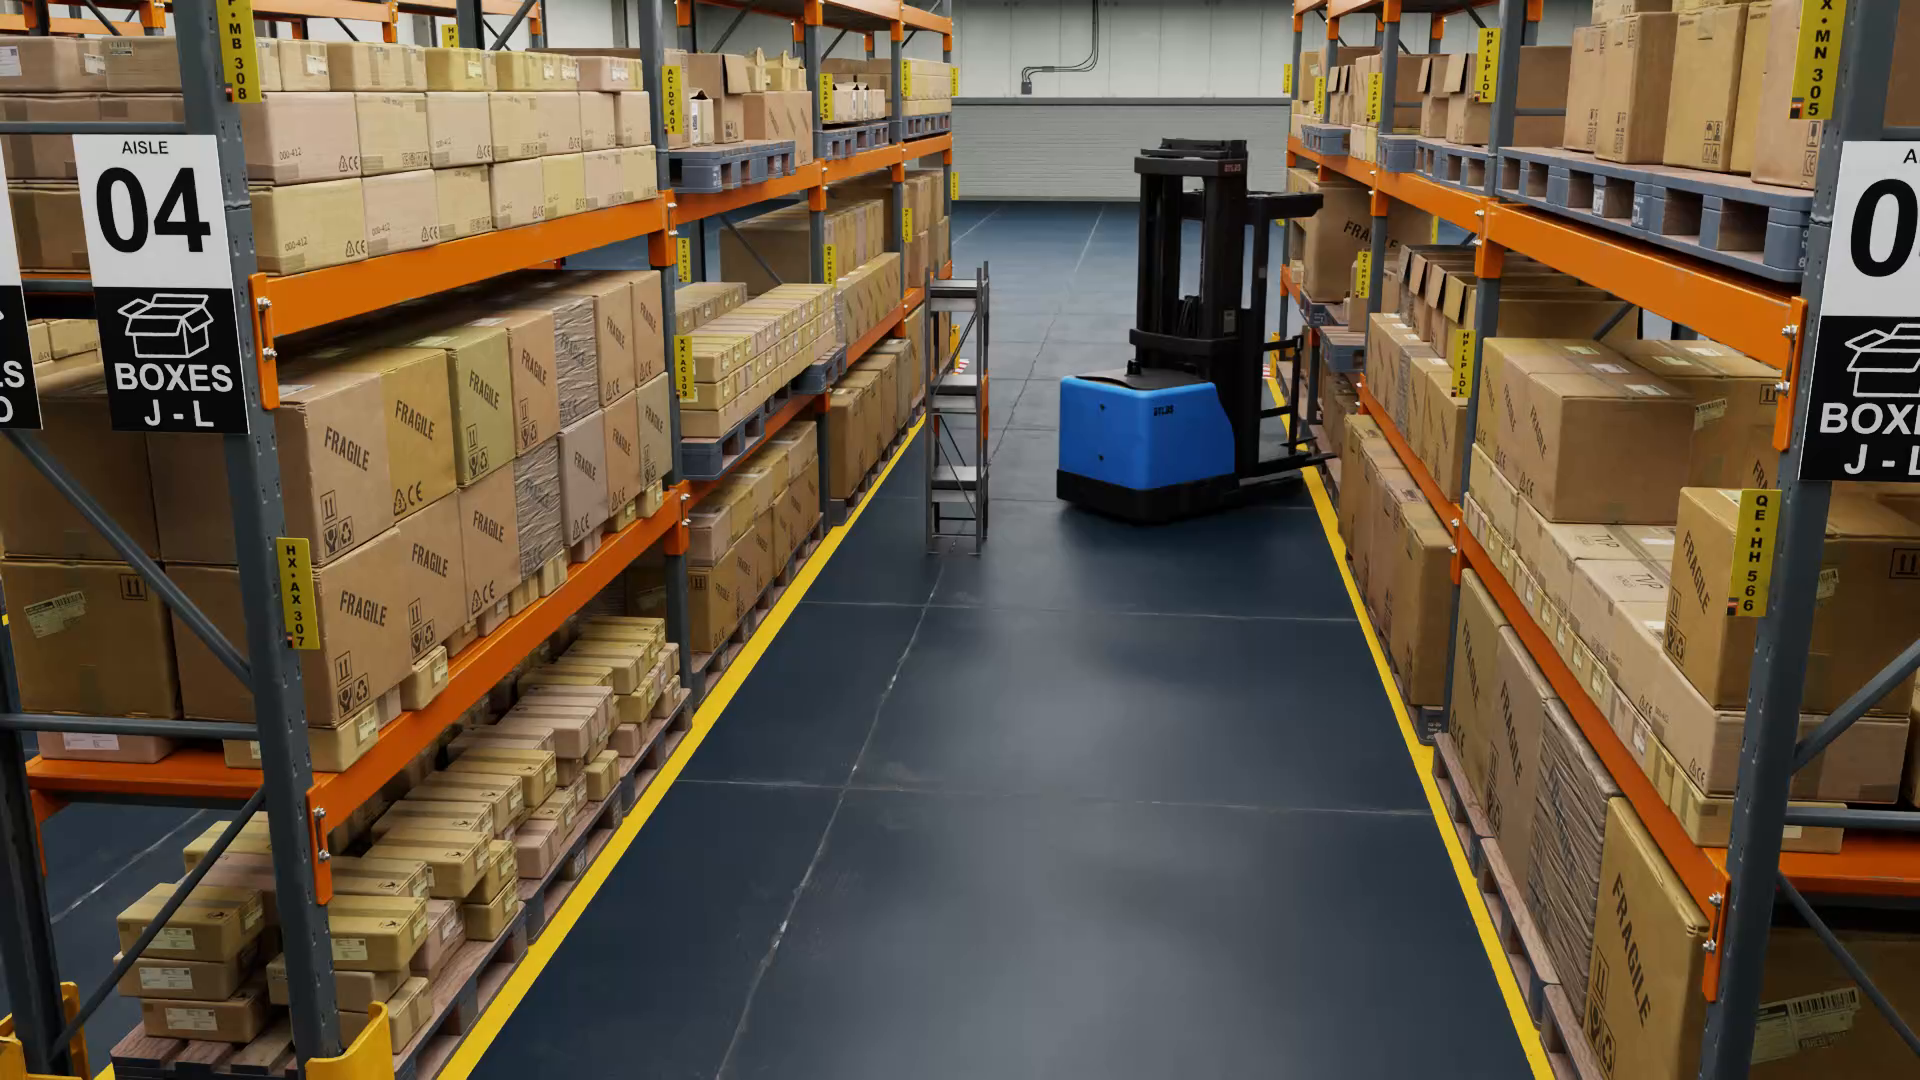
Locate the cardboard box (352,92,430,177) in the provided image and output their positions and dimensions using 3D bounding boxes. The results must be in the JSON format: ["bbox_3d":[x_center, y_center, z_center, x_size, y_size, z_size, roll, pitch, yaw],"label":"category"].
[{"bbox_3d":[-2.045,-1.304,5.321,0.500,0.250,0.500,2,15,6],"label":"cardboard box"}]

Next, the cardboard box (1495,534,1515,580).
[{"bbox_3d":[2.507,0.082,7.092,0.380,0.149,0.250,1,15,5],"label":"cardboard box"}]

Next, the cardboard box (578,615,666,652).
[{"bbox_3d":[-1.741,0.503,8.571,0.380,0.149,0.250,2,15,8],"label":"cardboard box"}]

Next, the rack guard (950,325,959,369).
[{"bbox_3d":[-0.603,-2.395,20.560,1.175,0.500,0.348,2,15,6],"label":"rack guard"}]

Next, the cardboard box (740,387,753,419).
[{"bbox_3d":[-1.400,-0.790,9.513,0.380,0.149,0.250,2,15,7],"label":"cardboard box"}]

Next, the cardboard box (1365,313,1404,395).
[{"bbox_3d":[3.084,-1.278,11.451,0.500,0.500,0.500,2,15,8],"label":"cardboard box"}]

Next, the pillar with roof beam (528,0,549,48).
[{"bbox_3d":[-5.133,-11.144,36.634,9.100,9.000,0.400,2,15,6],"label":"pillar with roof beam"}]

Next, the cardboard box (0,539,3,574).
[{"bbox_3d":[-6.804,-0.177,10.836,0.875,0.875,0.875,2,15,8],"label":"cardboard box"}]

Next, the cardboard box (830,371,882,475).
[{"bbox_3d":[-1.255,-1.019,14.190,1.050,0.750,0.750,2,15,7],"label":"cardboard box"}]

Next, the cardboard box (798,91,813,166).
[{"bbox_3d":[-1.320,-2.861,11.558,0.500,0.500,0.500,2,15,6],"label":"cardboard box"}]

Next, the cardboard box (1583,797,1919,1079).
[{"bbox_3d":[2.499,1.382,5.072,0.875,0.875,0.875,2,15,6],"label":"cardboard box"}]

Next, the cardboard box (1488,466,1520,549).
[{"bbox_3d":[2.583,-0.139,7.146,0.500,0.250,0.500,2,15,6],"label":"cardboard box"}]

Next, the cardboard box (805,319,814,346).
[{"bbox_3d":[-1.196,-1.401,11.205,0.380,0.149,0.250,2,15,6],"label":"cardboard box"}]

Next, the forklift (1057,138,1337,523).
[{"bbox_3d":[2.266,-1.841,13.855,3.031,2.935,1.130,-12,19,-37],"label":"forklift"}]

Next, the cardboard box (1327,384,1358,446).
[{"bbox_3d":[3.697,-1.109,14.964,0.700,0.500,0.500,2,15,6],"label":"cardboard box"}]

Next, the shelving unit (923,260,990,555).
[{"bbox_3d":[-0.019,-0.971,12.229,0.431,2.100,0.503,2,15,6],"label":"shelving unit"}]

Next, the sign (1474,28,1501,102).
[{"bbox_3d":[2.417,-2.173,7.613,0.100,0.325,0.005,2,15,6],"label":"sign"}]

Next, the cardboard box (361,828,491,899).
[{"bbox_3d":[-1.947,1.178,6.075,0.380,0.149,0.250,2,15,6],"label":"cardboard box"}]

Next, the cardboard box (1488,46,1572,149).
[{"bbox_3d":[3.013,-2.160,8.162,0.700,0.500,0.500,2,15,8],"label":"cardboard box"}]

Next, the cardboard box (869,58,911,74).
[{"bbox_3d":[-0.678,-4.605,16.156,0.380,0.149,0.250,2,15,7],"label":"cardboard box"}]

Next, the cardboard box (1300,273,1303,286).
[{"bbox_3d":[3.776,-2.717,17.445,0.380,0.149,0.250,2,15,6],"label":"cardboard box"}]

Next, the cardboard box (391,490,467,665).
[{"bbox_3d":[-2.050,0.115,5.729,0.500,0.500,0.500,2,15,6],"label":"cardboard box"}]

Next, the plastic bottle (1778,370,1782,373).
[{"bbox_3d":[8.719,-1.711,17.628,0.097,0.271,0.097,0,15,0],"label":"plastic bottle"}]

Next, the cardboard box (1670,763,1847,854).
[{"bbox_3d":[2.219,0.746,4.637,0.380,0.149,0.250,2,15,7],"label":"cardboard box"}]

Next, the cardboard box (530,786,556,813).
[{"bbox_3d":[-1.968,1.044,7.140,0.380,0.149,0.250,2,15,9],"label":"cardboard box"}]

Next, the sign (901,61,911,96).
[{"bbox_3d":[-0.516,-4.394,15.824,0.100,0.325,0.005,2,15,6],"label":"sign"}]

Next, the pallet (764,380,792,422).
[{"bbox_3d":[-1.691,-0.913,10.660,1.003,0.211,1.213,2,15,6],"label":"pallet"}]

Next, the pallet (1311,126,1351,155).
[{"bbox_3d":[3.571,-3.317,13.794,1.213,0.211,1.003,2,15,6],"label":"pallet"}]

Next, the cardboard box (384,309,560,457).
[{"bbox_3d":[-1.911,-0.626,6.554,0.500,0.500,0.500,1,15,4],"label":"cardboard box"}]

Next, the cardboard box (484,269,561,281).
[{"bbox_3d":[-2.252,-1.047,8.112,0.500,0.500,0.500,2,15,8],"label":"cardboard box"}]

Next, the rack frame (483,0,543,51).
[{"bbox_3d":[-5.535,-6.611,19.870,1.000,3.000,0.127,2,15,6],"label":"rack frame"}]

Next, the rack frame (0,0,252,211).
[{"bbox_3d":[-2.411,-2.341,4.081,1.000,3.000,0.127,2,15,6],"label":"rack frame"}]

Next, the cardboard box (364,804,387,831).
[{"bbox_3d":[-2.532,1.170,6.677,0.380,0.149,0.250,2,15,7],"label":"cardboard box"}]

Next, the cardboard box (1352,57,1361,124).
[{"bbox_3d":[3.332,-3.478,12.882,0.500,0.500,0.500,2,15,7],"label":"cardboard box"}]

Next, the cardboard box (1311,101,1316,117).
[{"bbox_3d":[3.679,-4.253,16.420,0.380,0.149,0.250,1,15,5],"label":"cardboard box"}]

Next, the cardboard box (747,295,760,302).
[{"bbox_3d":[-1.724,-1.693,12.986,0.500,0.500,0.500,2,15,6],"label":"cardboard box"}]

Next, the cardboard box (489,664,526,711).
[{"bbox_3d":[-2.280,0.692,7.875,0.380,0.149,0.250,1,15,5],"label":"cardboard box"}]

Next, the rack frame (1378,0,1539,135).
[{"bbox_3d":[3.409,-4.244,11.117,1.000,3.000,0.127,2,15,6],"label":"rack frame"}]

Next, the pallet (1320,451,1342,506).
[{"bbox_3d":[3.639,-0.520,14.181,1.003,0.211,1.213,2,15,6],"label":"pallet"}]

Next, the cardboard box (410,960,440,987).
[{"bbox_3d":[-2.085,1.531,5.909,0.380,0.149,0.250,2,15,6],"label":"cardboard box"}]

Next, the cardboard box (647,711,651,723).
[{"bbox_3d":[-1.778,0.867,8.365,0.380,0.149,0.250,2,15,8],"label":"cardboard box"}]

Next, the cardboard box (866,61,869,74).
[{"bbox_3d":[-1.161,-5.018,17.686,0.380,0.149,0.250,2,15,7],"label":"cardboard box"}]

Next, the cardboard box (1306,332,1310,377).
[{"bbox_3d":[4.191,-2.101,18.671,0.500,0.500,0.500,6,16,21],"label":"cardboard box"}]

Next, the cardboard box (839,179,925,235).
[{"bbox_3d":[-0.837,-3.528,17.607,0.875,0.550,0.550,2,15,6],"label":"cardboard box"}]

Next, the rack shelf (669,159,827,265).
[{"bbox_3d":[-1.734,-2.102,10.322,1.077,0.370,4.000,2,15,6],"label":"rack shelf"}]

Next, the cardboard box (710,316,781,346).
[{"bbox_3d":[-1.313,-1.275,10.169,0.380,0.149,0.250,2,15,8],"label":"cardboard box"}]

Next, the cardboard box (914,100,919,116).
[{"bbox_3d":[-0.621,-4.352,16.748,0.380,0.149,0.250,2,15,6],"label":"cardboard box"}]

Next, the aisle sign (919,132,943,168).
[{"bbox_3d":[-0.299,-4.860,19.907,0.394,0.787,0.004,2,15,6],"label":"aisle sign"}]

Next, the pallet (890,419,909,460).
[{"bbox_3d":[-1.069,-1.009,15.990,1.003,0.211,1.213,2,15,6],"label":"pallet"}]

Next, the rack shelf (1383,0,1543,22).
[{"bbox_3d":[3.183,-3.185,9.345,1.077,0.370,4.000,2,15,6],"label":"rack shelf"}]

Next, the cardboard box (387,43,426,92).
[{"bbox_3d":[-1.970,-1.529,5.389,0.380,0.149,0.250,2,15,7],"label":"cardboard box"}]

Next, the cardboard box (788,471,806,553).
[{"bbox_3d":[-1.385,-0.203,11.652,0.500,0.500,0.500,2,15,9],"label":"cardboard box"}]

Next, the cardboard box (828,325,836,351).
[{"bbox_3d":[-1.107,-1.460,11.992,0.380,0.149,0.250,2,15,7],"label":"cardboard box"}]

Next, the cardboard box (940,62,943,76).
[{"bbox_3d":[-0.392,-5.262,18.587,0.380,0.149,0.250,2,15,7],"label":"cardboard box"}]

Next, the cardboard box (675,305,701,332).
[{"bbox_3d":[-1.899,-1.434,10.755,0.380,0.149,0.250,2,15,8],"label":"cardboard box"}]

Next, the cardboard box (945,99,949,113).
[{"bbox_3d":[-0.335,-5.011,19.187,0.380,0.149,0.250,2,15,7],"label":"cardboard box"}]

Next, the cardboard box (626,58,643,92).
[{"bbox_3d":[-1.723,-2.203,7.882,0.380,0.149,0.250,1,15,4],"label":"cardboard box"}]

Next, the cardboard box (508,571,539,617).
[{"bbox_3d":[-1.923,0.195,6.674,0.380,0.149,0.250,2,15,8],"label":"cardboard box"}]
